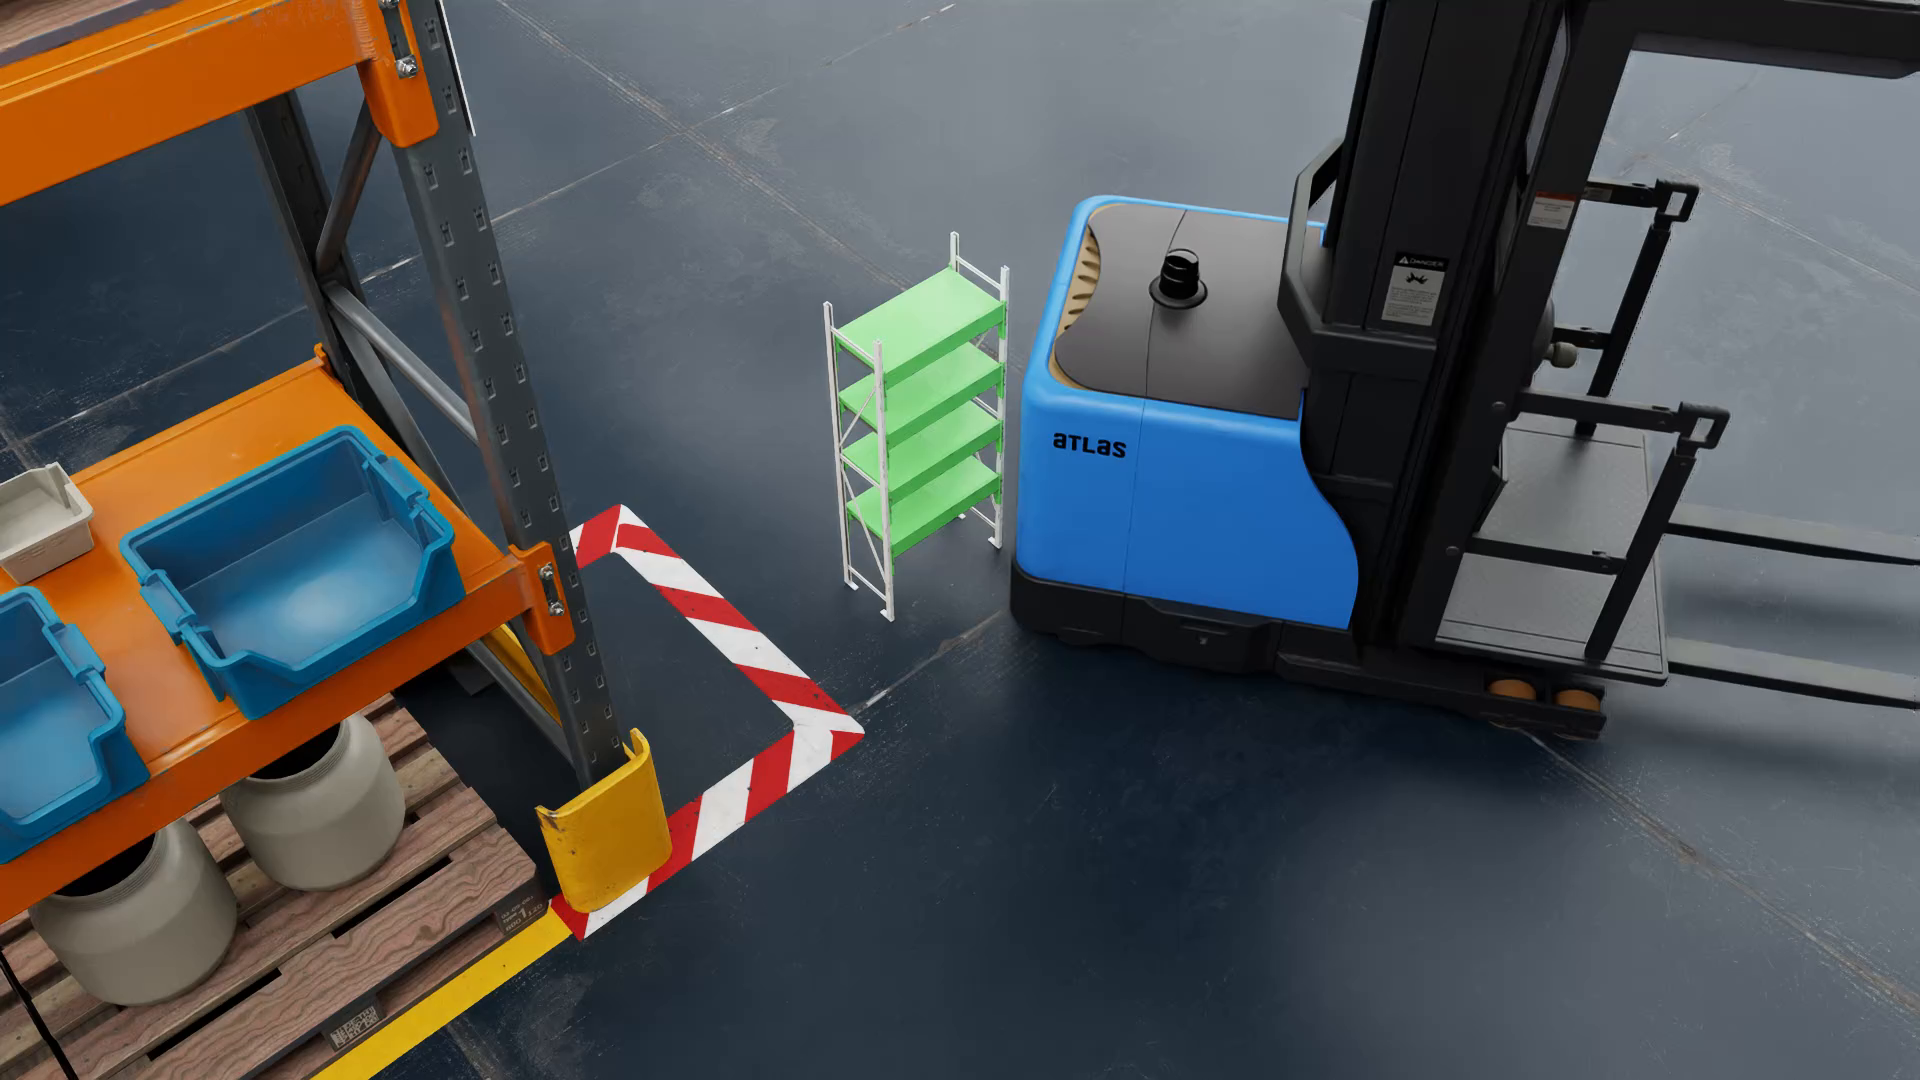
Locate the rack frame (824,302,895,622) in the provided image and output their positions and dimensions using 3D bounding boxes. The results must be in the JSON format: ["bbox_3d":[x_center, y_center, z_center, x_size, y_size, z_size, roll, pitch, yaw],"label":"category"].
[{"bbox_3d":[-0.303,-0.204,5.122,0.015,1.200,0.240,-34,56,-27],"label":"rack frame"}]

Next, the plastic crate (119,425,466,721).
[{"bbox_3d":[-1.486,0.067,3.748,0.616,0.251,0.499,-34,56,-27],"label":"plastic crate"}]

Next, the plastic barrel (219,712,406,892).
[{"bbox_3d":[-1.752,0.674,4.494,0.421,0.512,0.421,0,47,0],"label":"plastic barrel"}]

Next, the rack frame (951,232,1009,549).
[{"bbox_3d":[0.058,-0.446,5.345,0.015,1.200,0.240,-34,56,-27],"label":"rack frame"}]

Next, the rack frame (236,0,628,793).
[{"bbox_3d":[-1.317,-0.394,4.072,0.127,3.000,1.000,-34,56,-27],"label":"rack frame"}]

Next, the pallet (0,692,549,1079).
[{"bbox_3d":[-1.946,1.014,4.671,1.213,0.211,1.003,-34,56,-27],"label":"pallet"}]

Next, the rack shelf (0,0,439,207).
[{"bbox_3d":[-2.797,-0.178,2.322,4.000,0.370,1.077,-34,56,-27],"label":"rack shelf"}]

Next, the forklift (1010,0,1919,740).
[{"bbox_3d":[1.735,-0.803,4.497,3.031,2.935,1.130,9,48,8],"label":"forklift"}]

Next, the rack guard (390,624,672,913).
[{"bbox_3d":[-1.341,0.517,4.933,0.348,0.500,1.175,-34,56,-27],"label":"rack guard"}]

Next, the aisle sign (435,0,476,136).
[{"bbox_3d":[-1.064,-1.149,3.001,0.004,0.787,0.394,-34,56,-27],"label":"aisle sign"}]

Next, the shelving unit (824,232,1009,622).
[{"bbox_3d":[-0.122,-0.325,5.234,0.503,1.200,0.258,-34,56,-27],"label":"shelving unit"}]

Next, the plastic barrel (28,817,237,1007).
[{"bbox_3d":[-2.123,0.922,4.265,0.421,0.512,0.421,0,47,0],"label":"plastic barrel"}]

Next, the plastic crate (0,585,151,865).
[{"bbox_3d":[-1.970,0.385,3.455,0.408,0.251,0.499,-34,56,-27],"label":"plastic crate"}]

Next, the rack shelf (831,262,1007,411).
[{"bbox_3d":[-0.122,-0.607,4.928,0.480,0.148,0.258,-34,56,-27],"label":"rack shelf"}]

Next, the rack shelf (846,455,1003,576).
[{"bbox_3d":[-0.122,-0.119,5.457,0.480,0.148,0.258,-34,56,-27],"label":"rack shelf"}]

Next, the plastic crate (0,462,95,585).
[{"bbox_3d":[-2.195,-0.037,3.922,0.250,0.136,0.298,-34,56,-27],"label":"plastic crate"}]

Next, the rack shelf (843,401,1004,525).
[{"bbox_3d":[-0.122,-0.282,5.280,0.480,0.148,0.258,-34,56,-27],"label":"rack shelf"}]

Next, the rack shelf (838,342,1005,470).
[{"bbox_3d":[-0.122,-0.444,5.104,0.480,0.148,0.258,-34,56,-27],"label":"rack shelf"}]

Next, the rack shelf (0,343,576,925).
[{"bbox_3d":[-2.797,0.839,3.424,4.000,0.370,1.077,-34,56,-27],"label":"rack shelf"}]
